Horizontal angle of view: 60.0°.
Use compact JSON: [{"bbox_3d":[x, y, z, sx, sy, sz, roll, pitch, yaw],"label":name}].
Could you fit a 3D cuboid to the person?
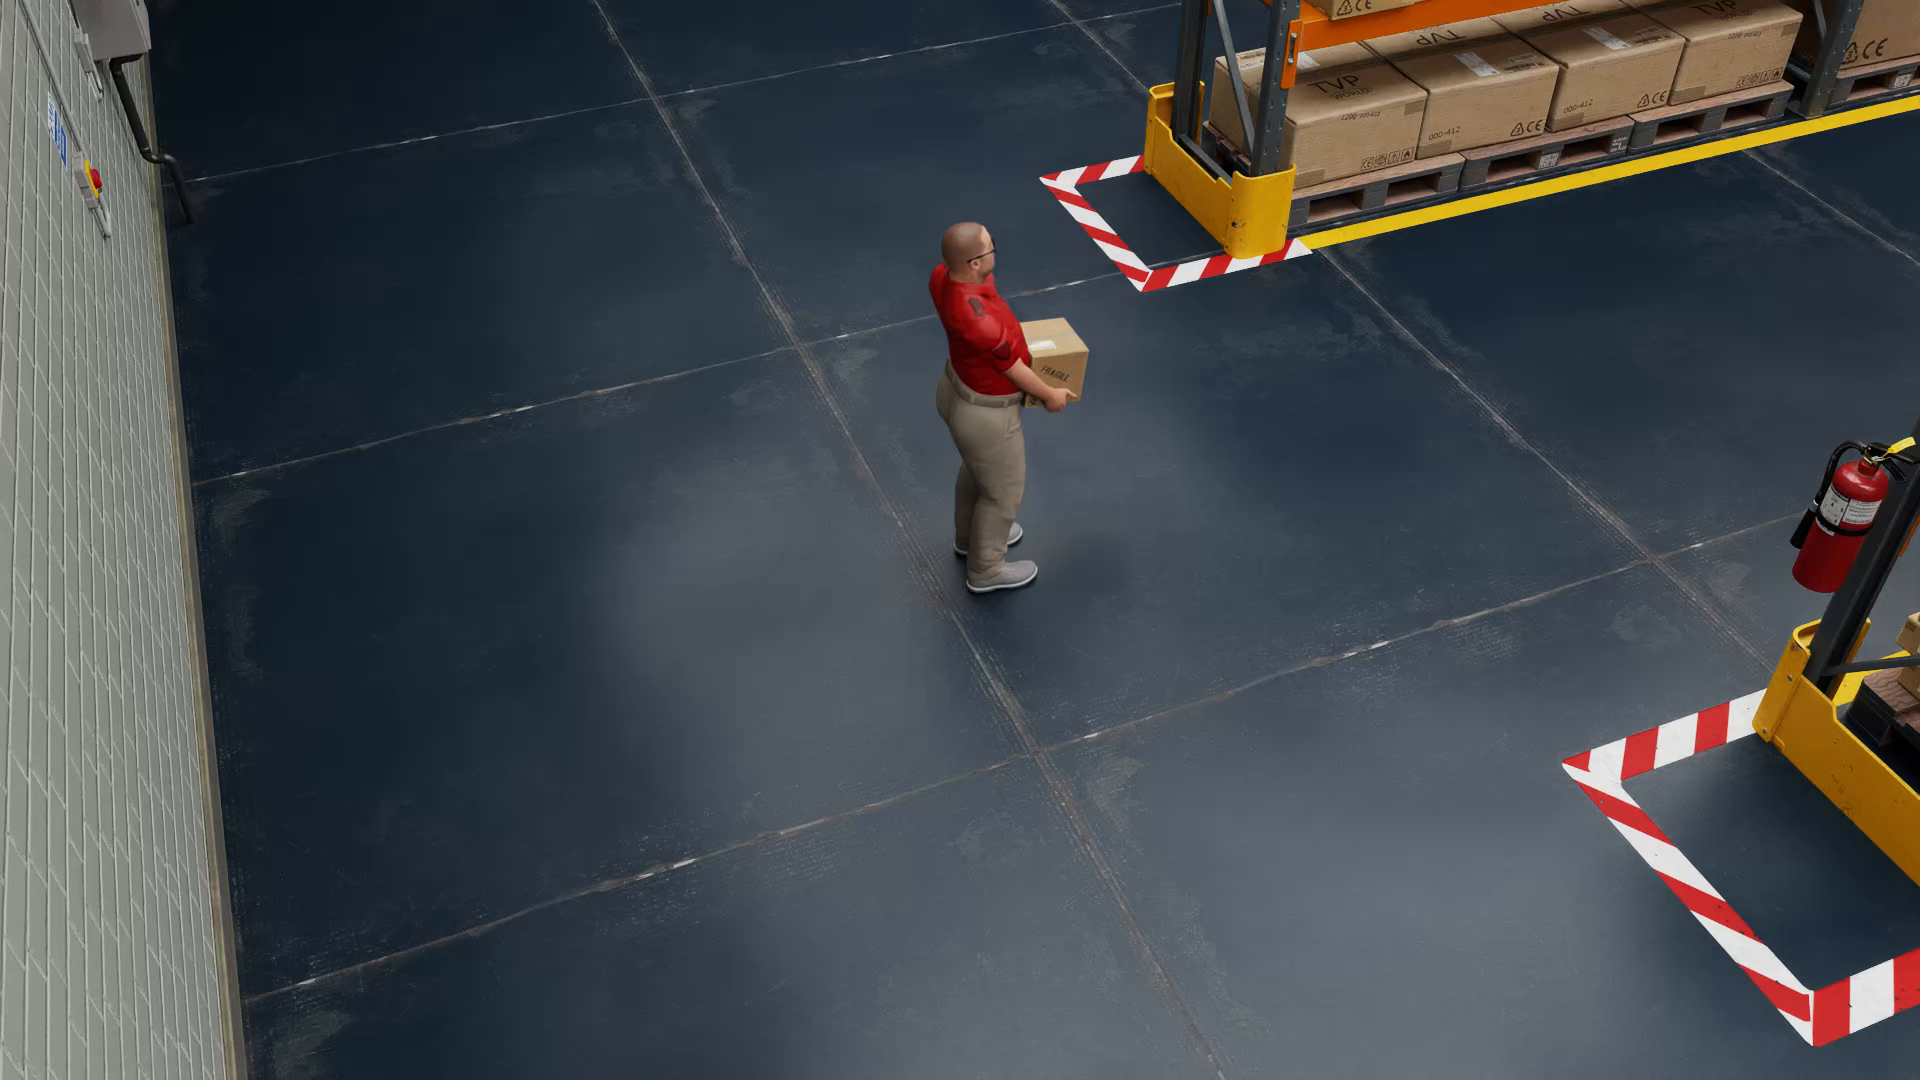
[{"bbox_3d":[0.173,-0.570,6.826,0.530,1.714,0.494,-14,44,-16],"label":"person"}]
